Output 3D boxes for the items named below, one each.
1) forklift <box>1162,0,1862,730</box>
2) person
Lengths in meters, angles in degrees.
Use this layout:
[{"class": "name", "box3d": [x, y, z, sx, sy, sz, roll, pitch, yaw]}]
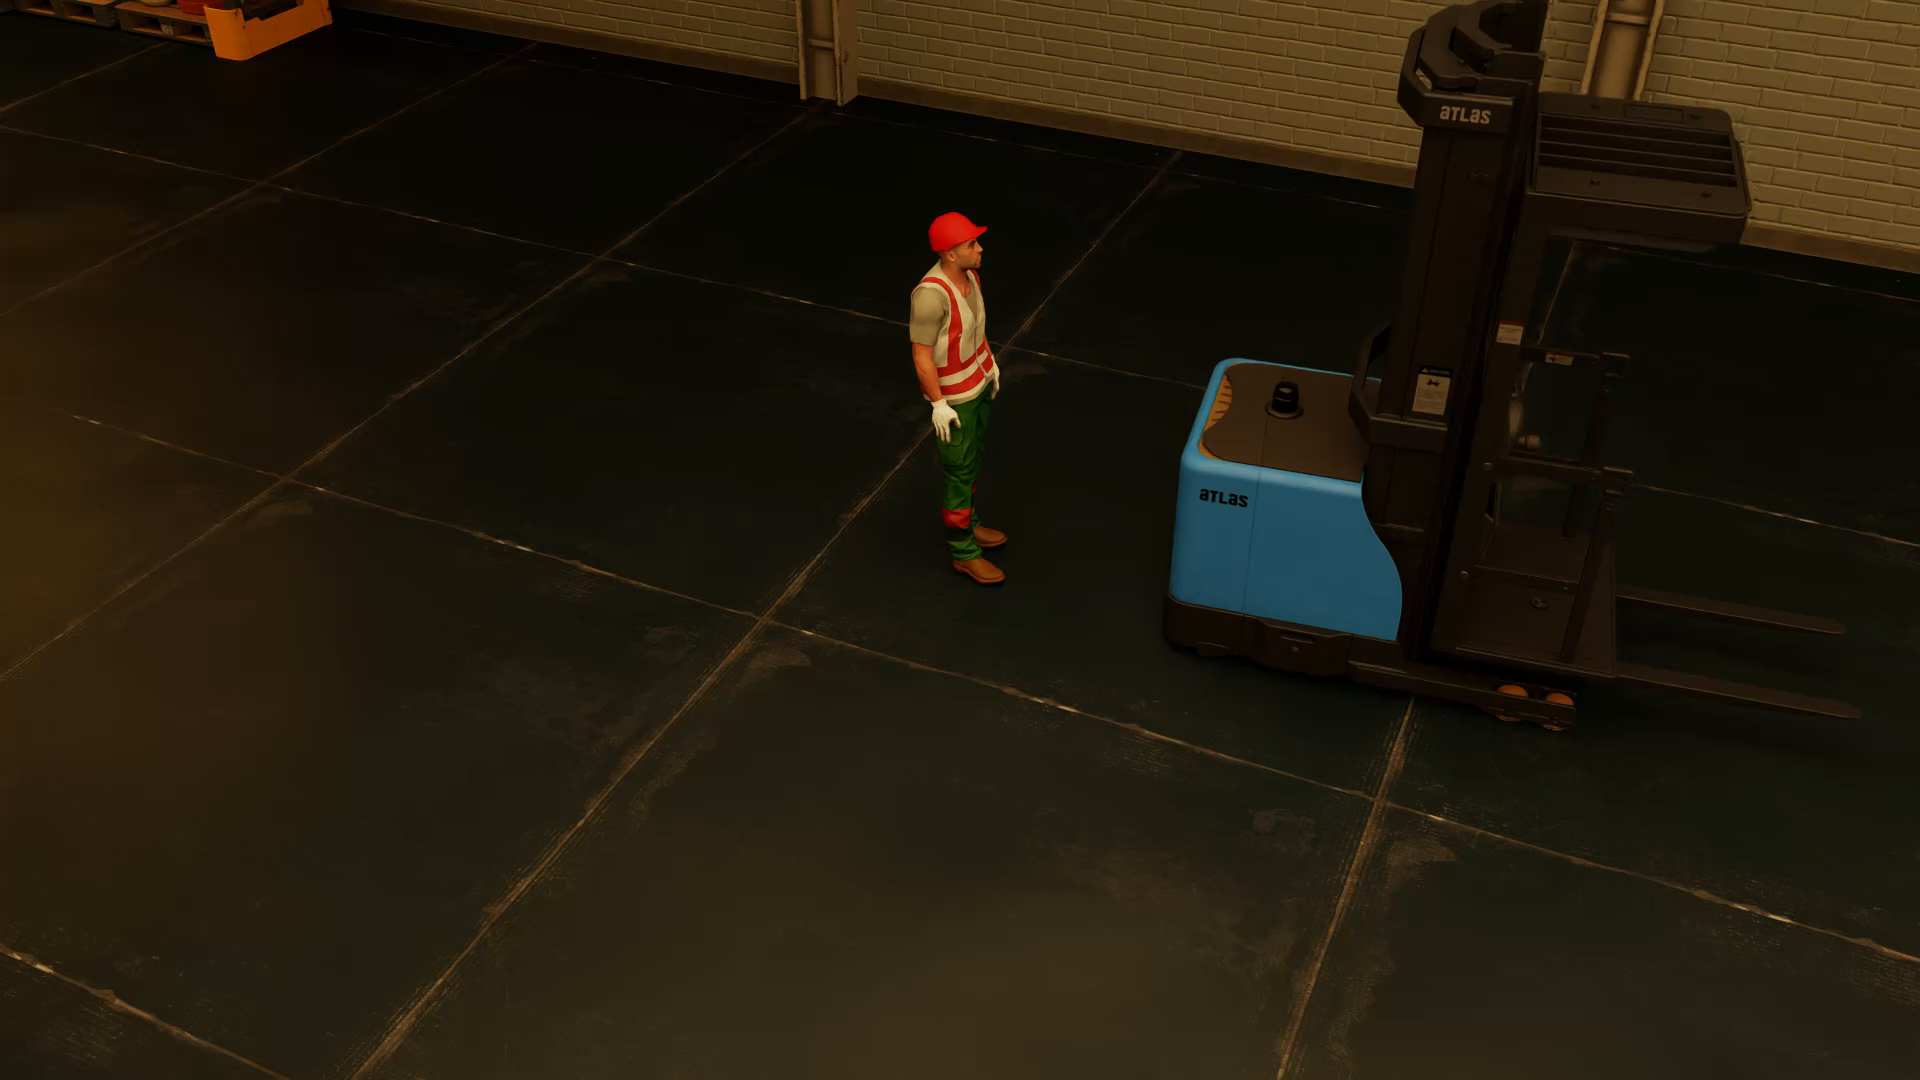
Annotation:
[{"class": "forklift", "box3d": [2.534, -0.691, 7.055, 3.031, 2.935, 1.130, 10, 37, 14]}, {"class": "person", "box3d": [0.068, -0.709, 8.051, 0.564, 1.787, 0.637, 15, 38, 20]}]
